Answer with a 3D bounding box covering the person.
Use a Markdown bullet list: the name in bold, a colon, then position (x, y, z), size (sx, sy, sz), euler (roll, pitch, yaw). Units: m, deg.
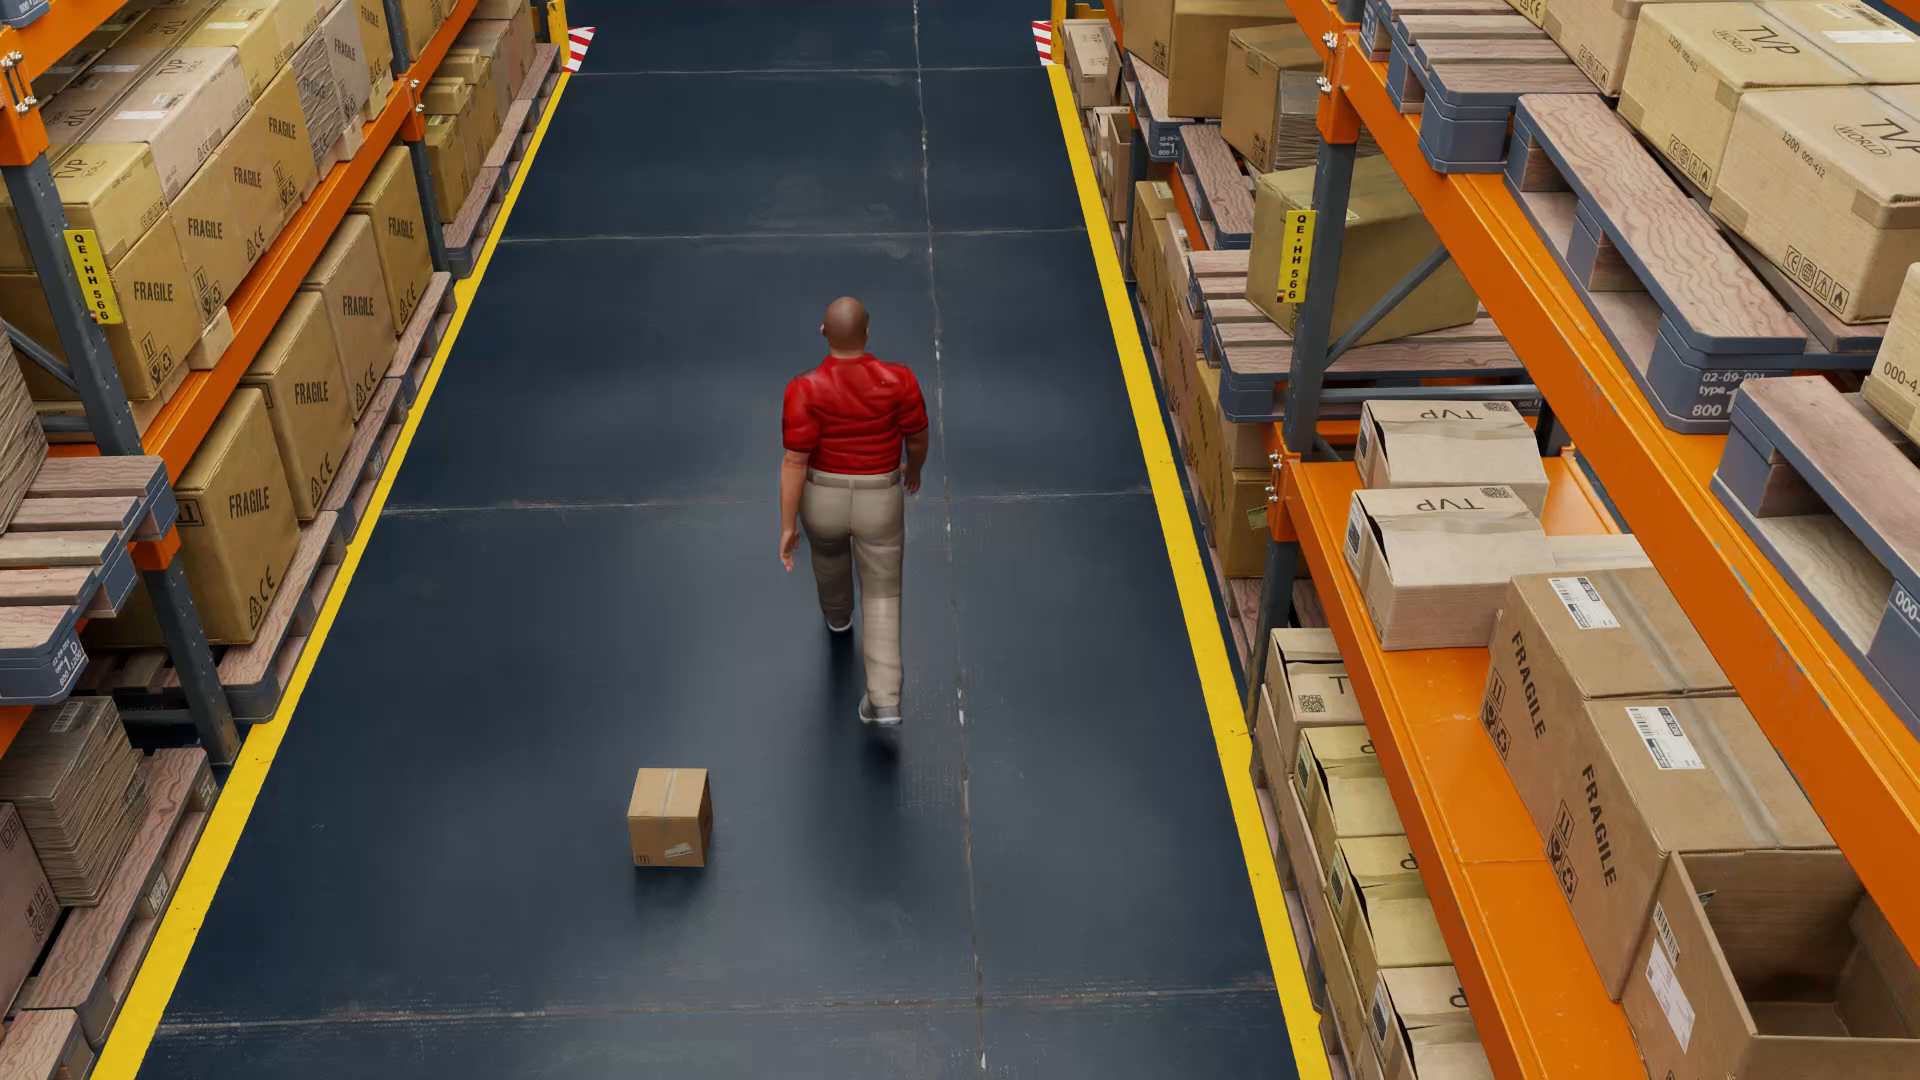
- **person**: position (-0.402, -0.149, 6.398), size (0.578, 1.662, 1.115), euler (-1, 35, -2)
